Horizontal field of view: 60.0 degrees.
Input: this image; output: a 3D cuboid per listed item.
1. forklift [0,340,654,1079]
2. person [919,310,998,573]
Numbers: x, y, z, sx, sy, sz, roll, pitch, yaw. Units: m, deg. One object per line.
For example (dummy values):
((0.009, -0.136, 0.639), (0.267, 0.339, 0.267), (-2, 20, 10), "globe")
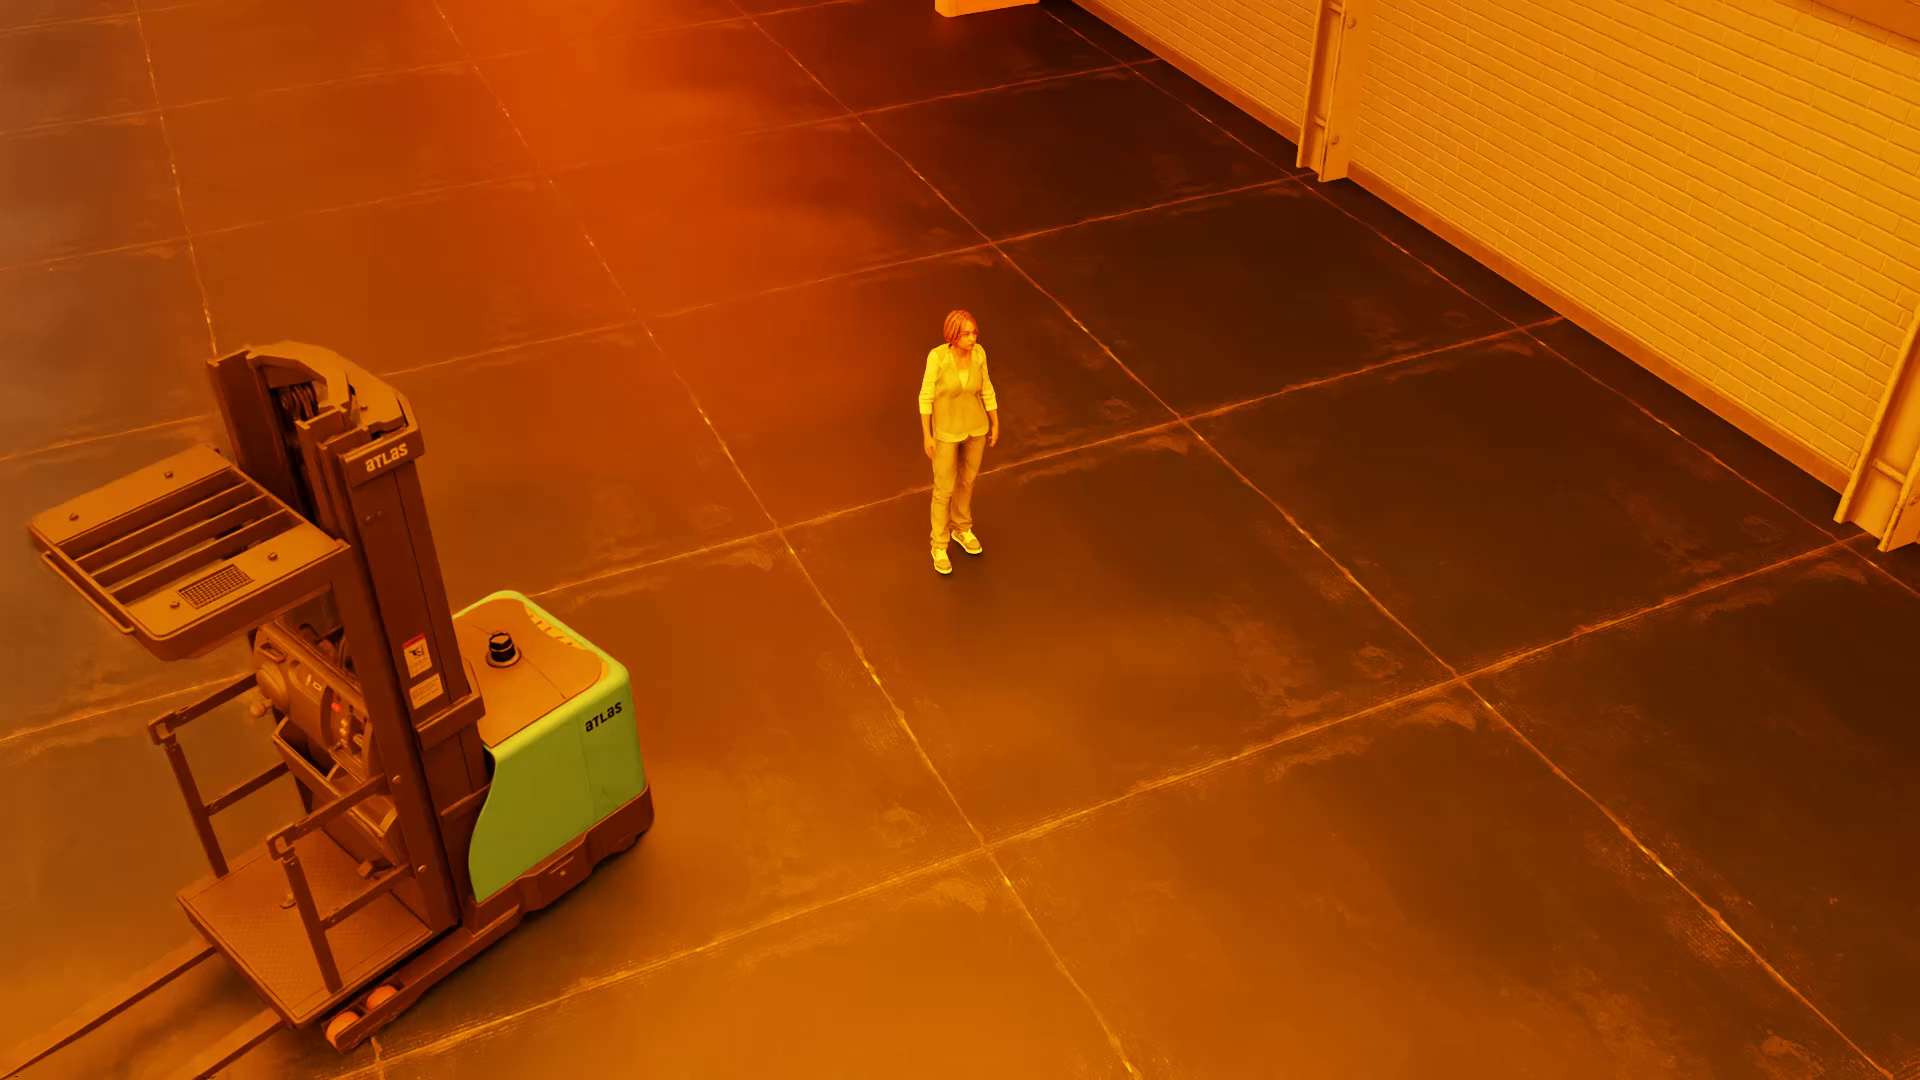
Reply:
((-2.922, 0.762, 7.036), (1.130, 2.935, 3.031), (28, 45, 32), "forklift")
((0.018, -0.602, 9.959), (0.520, 1.597, 0.475), (-16, 40, -20), "person")
